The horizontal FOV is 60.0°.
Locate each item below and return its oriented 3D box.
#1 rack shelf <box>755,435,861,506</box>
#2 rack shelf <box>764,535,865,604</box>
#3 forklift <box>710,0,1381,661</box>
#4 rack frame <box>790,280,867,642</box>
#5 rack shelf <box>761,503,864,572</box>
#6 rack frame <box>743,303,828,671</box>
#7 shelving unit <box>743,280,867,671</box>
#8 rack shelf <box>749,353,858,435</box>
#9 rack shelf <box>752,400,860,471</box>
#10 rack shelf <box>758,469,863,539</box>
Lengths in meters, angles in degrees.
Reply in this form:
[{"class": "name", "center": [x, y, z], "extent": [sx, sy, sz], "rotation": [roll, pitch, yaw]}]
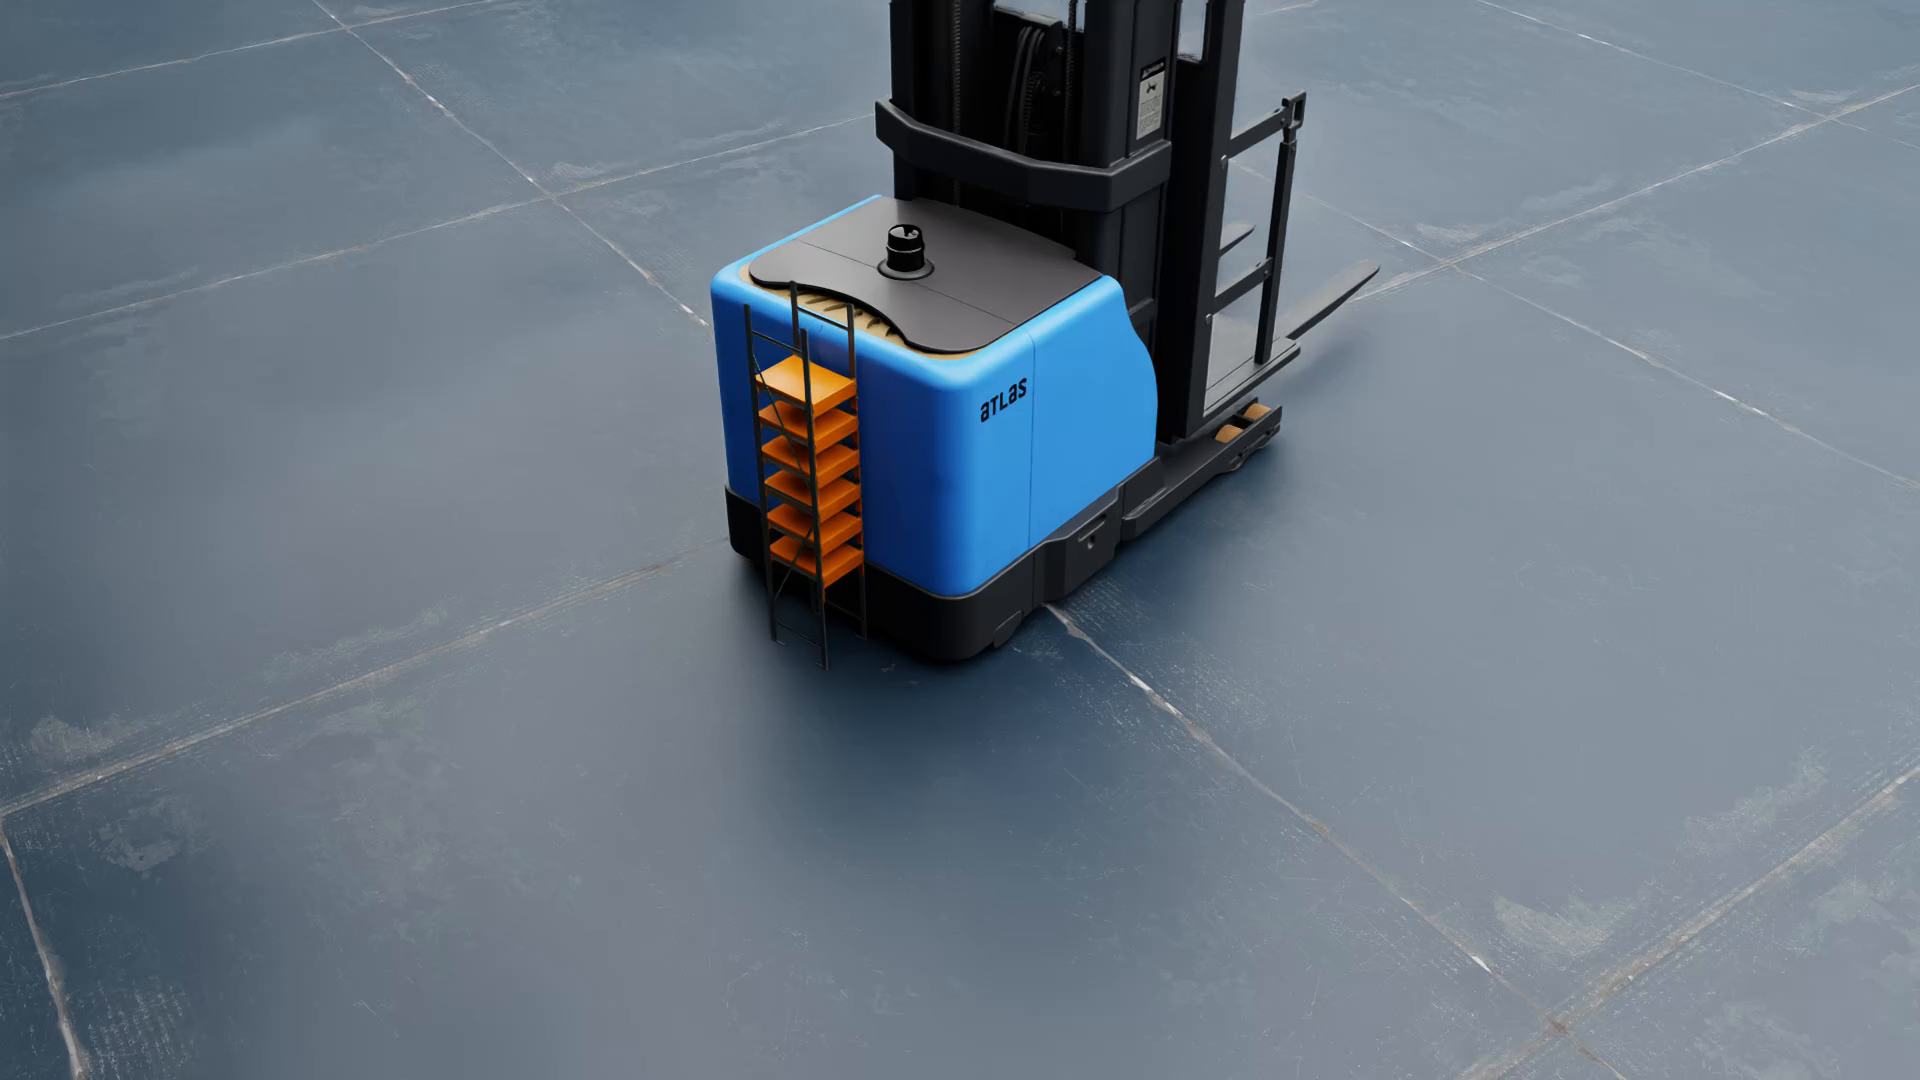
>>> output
[{"class": "rack shelf", "center": [-0.448, -0.227, 4.909], "extent": [0.258, 0.103, 0.180], "rotation": [26, 43, 31]}, {"class": "rack shelf", "center": [-0.448, 0.065, 5.119], "extent": [0.258, 0.103, 0.180], "rotation": [26, 43, 31]}, {"class": "forklift", "center": [0.548, -1.611, 5.480], "extent": [1.130, 2.935, 3.031], "rotation": [26, 43, 31]}, {"class": "rack frame", "center": [-0.389, -0.207, 5.010], "extent": [0.240, 1.200, 0.006], "rotation": [26, 43, 31]}, {"class": "rack shelf", "center": [-0.448, -0.032, 5.049], "extent": [0.258, 0.103, 0.180], "rotation": [26, 43, 31]}, {"class": "rack frame", "center": [-0.506, -0.124, 4.895], "extent": [0.240, 1.200, 0.006], "rotation": [26, 43, 31]}, {"class": "shelving unit", "center": [-0.448, -0.166, 4.953], "extent": [0.258, 1.200, 0.189], "rotation": [26, 43, 31]}, {"class": "rack shelf", "center": [-0.448, -0.422, 4.769], "extent": [0.258, 0.103, 0.180], "rotation": [26, 43, 31]}, {"class": "rack shelf", "center": [-0.448, -0.324, 4.839], "extent": [0.258, 0.103, 0.180], "rotation": [26, 43, 31]}, {"class": "rack shelf", "center": [-0.448, -0.130, 4.979], "extent": [0.258, 0.103, 0.180], "rotation": [26, 43, 31]}]
